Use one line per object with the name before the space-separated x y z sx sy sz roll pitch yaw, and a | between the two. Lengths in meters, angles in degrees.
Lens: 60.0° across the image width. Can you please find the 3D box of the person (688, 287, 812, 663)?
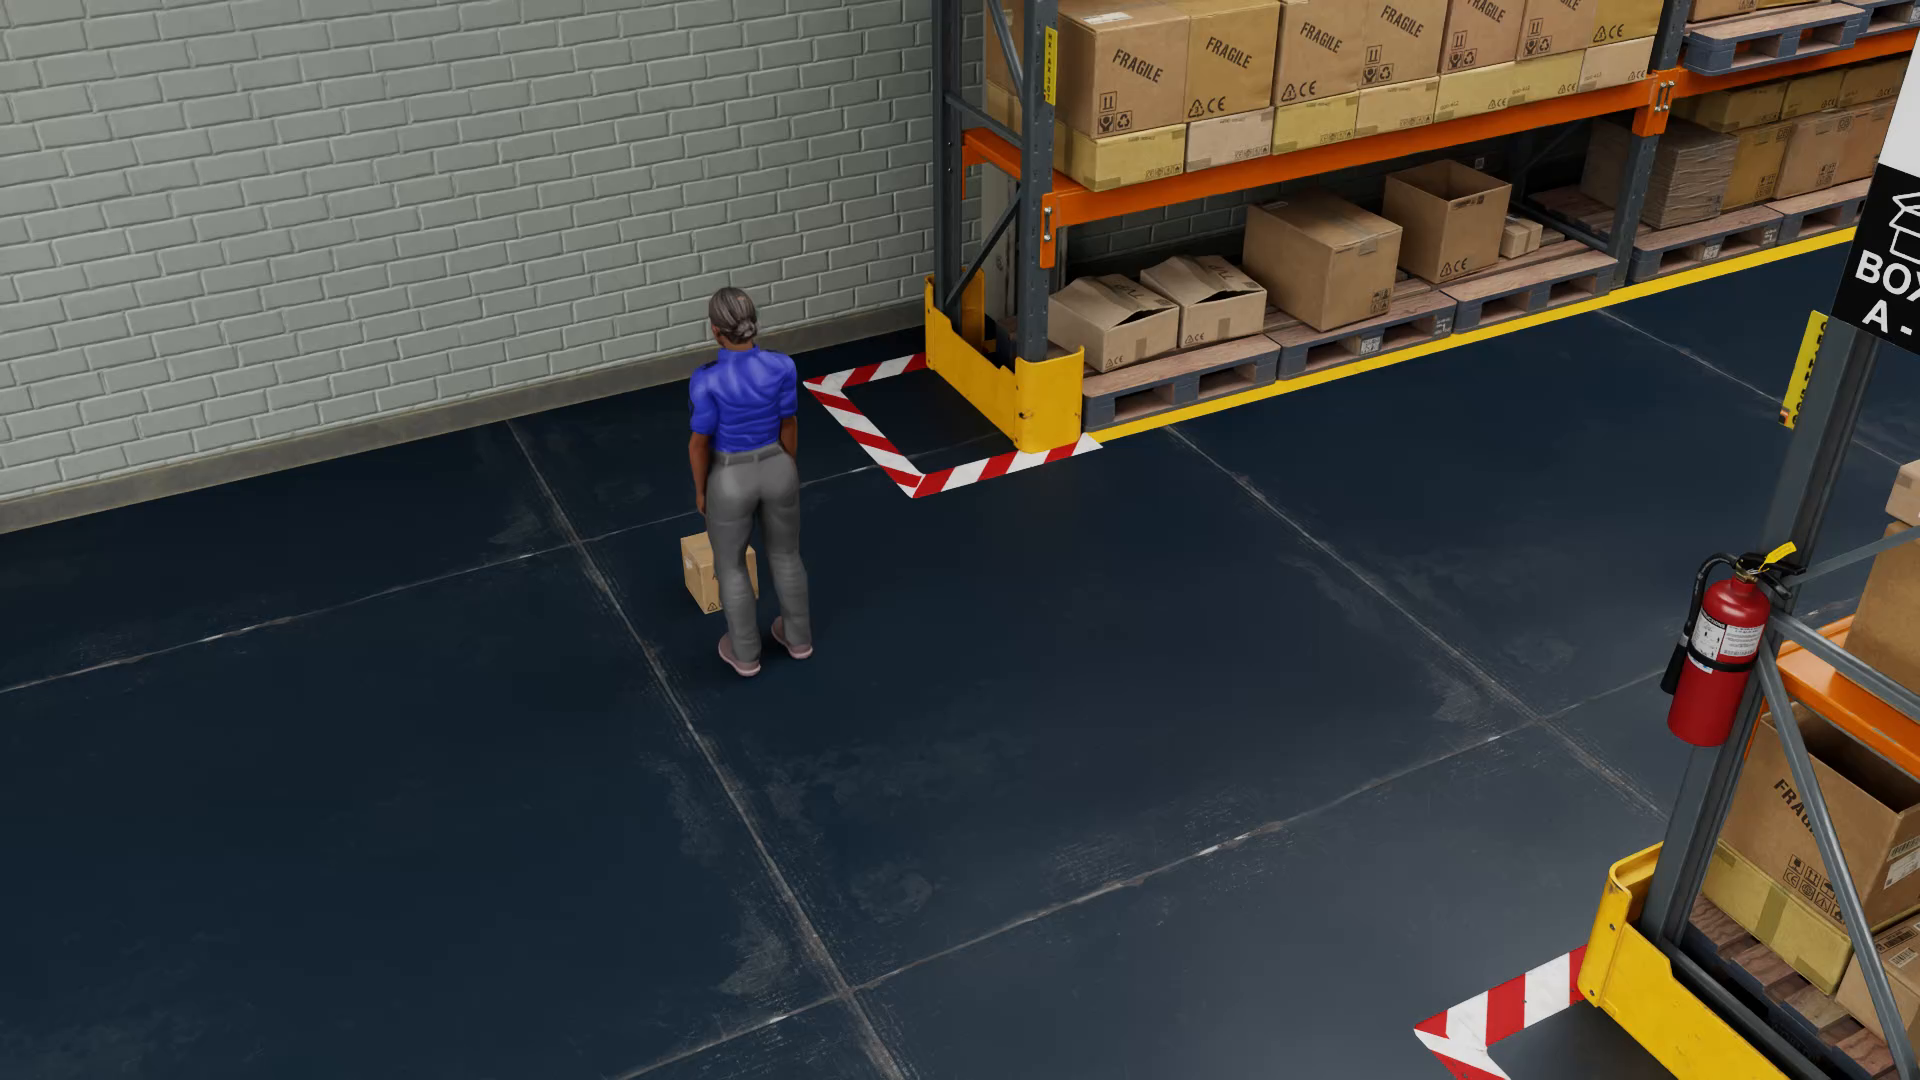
person | -0.828 -0.243 6.454 0.434 1.578 0.276 -15 36 -22
